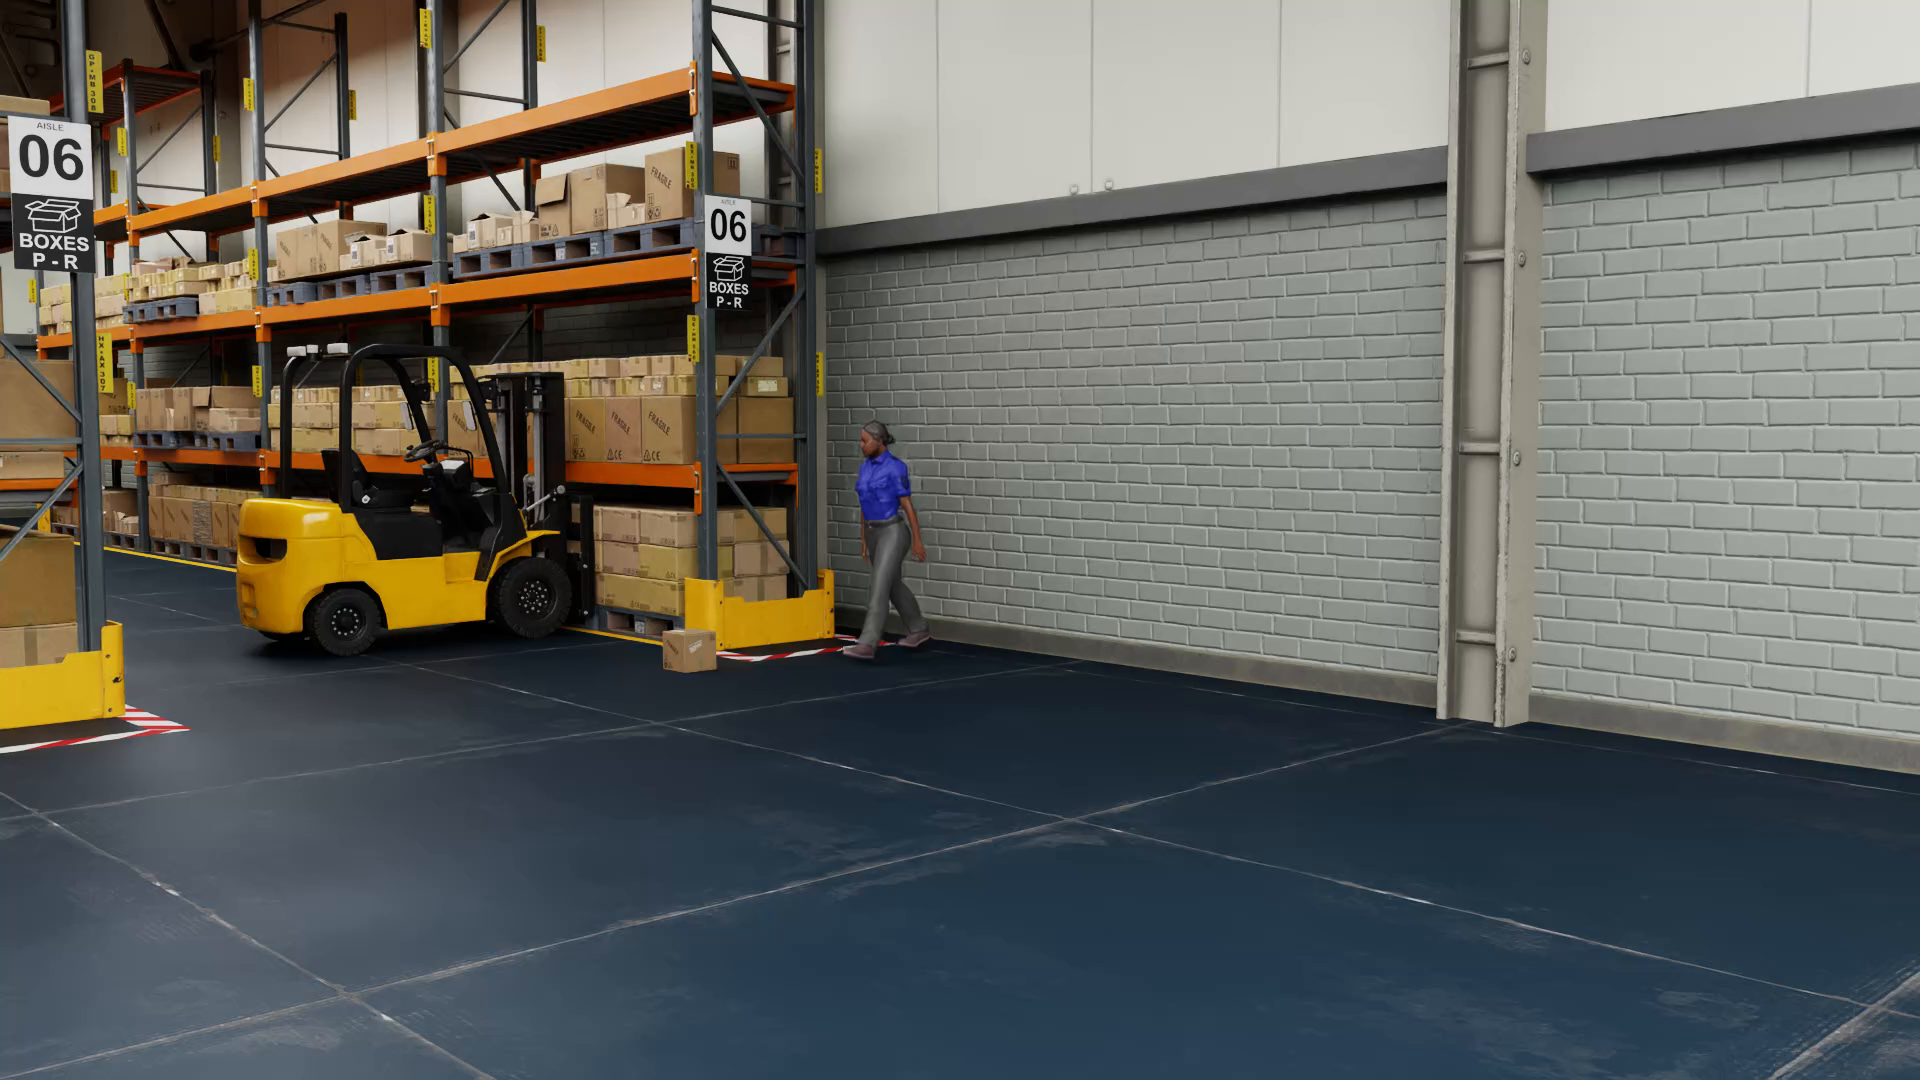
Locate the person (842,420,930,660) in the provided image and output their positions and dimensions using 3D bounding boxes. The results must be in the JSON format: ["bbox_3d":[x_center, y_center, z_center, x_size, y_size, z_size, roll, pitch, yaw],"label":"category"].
[{"bbox_3d":[-0.515,-0.014,11.348,0.969,1.605,0.520,-3,5,-40],"label":"person"}]
